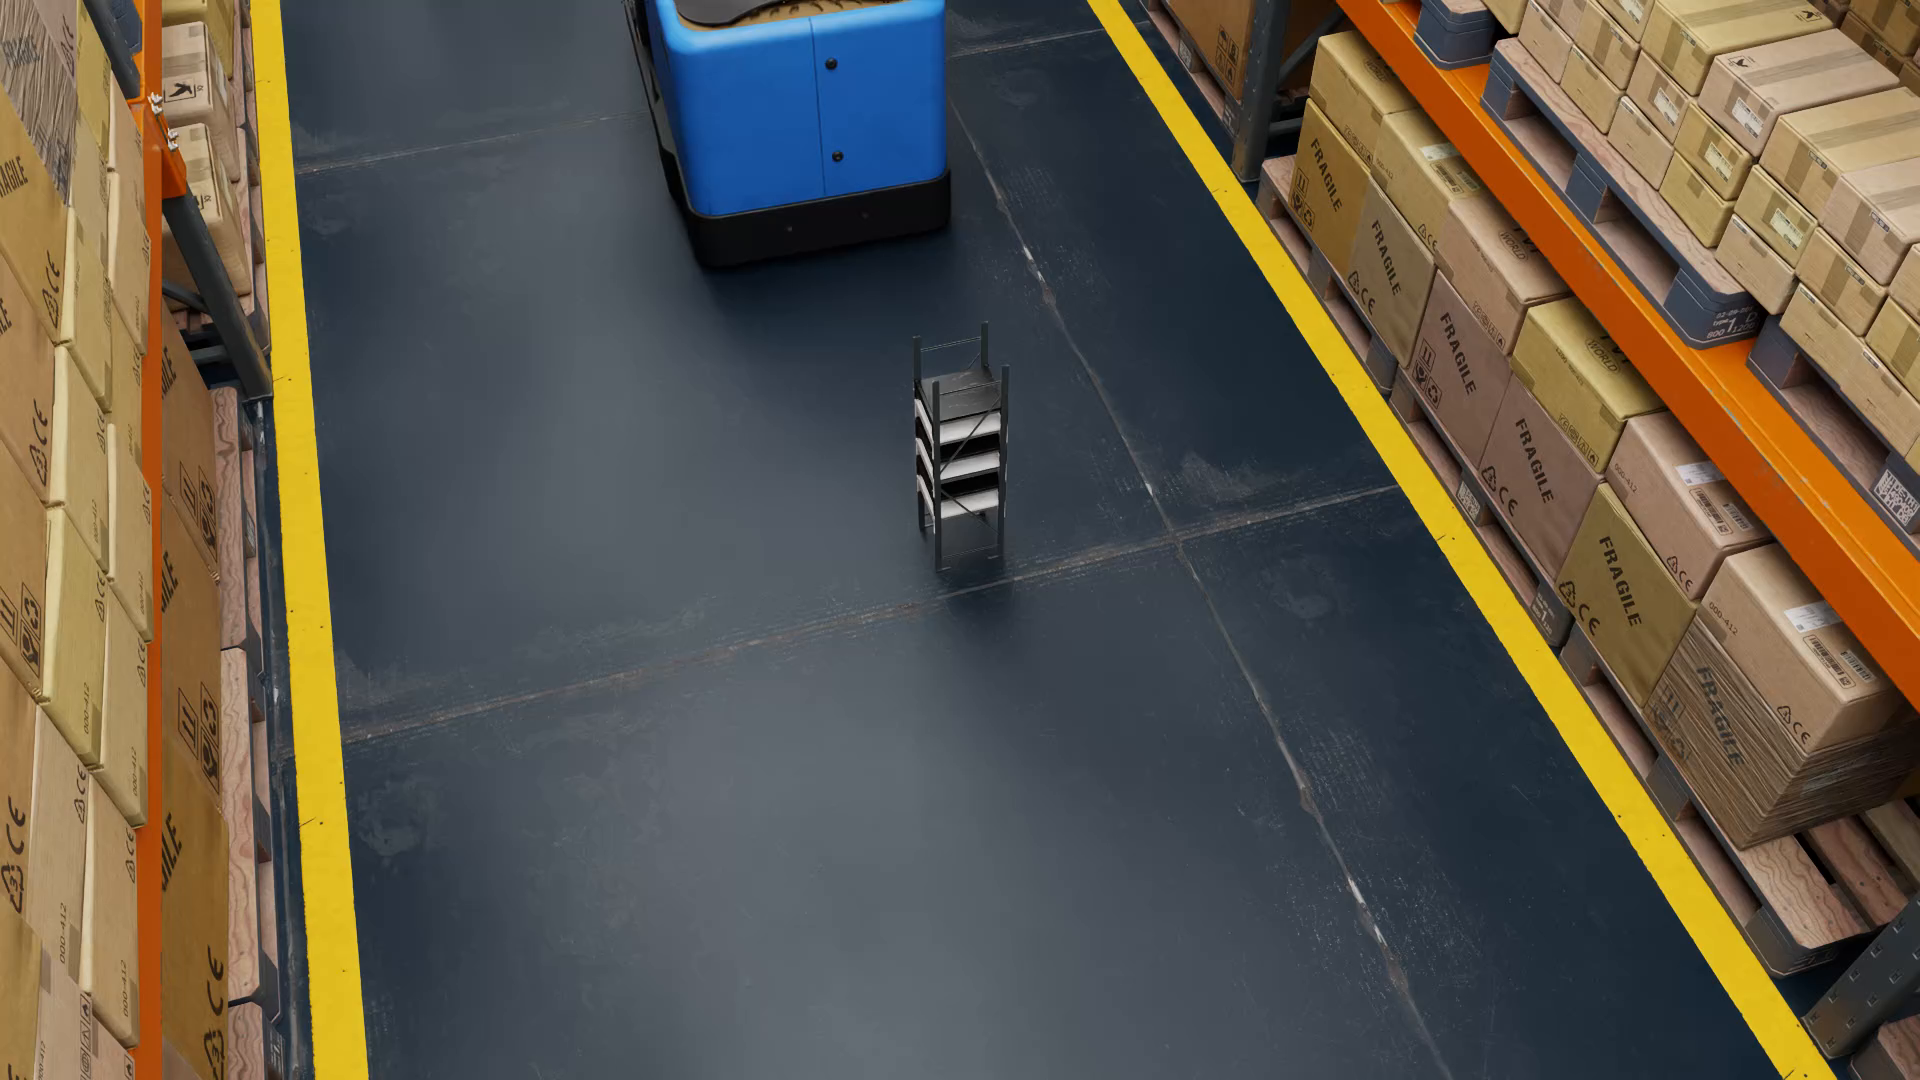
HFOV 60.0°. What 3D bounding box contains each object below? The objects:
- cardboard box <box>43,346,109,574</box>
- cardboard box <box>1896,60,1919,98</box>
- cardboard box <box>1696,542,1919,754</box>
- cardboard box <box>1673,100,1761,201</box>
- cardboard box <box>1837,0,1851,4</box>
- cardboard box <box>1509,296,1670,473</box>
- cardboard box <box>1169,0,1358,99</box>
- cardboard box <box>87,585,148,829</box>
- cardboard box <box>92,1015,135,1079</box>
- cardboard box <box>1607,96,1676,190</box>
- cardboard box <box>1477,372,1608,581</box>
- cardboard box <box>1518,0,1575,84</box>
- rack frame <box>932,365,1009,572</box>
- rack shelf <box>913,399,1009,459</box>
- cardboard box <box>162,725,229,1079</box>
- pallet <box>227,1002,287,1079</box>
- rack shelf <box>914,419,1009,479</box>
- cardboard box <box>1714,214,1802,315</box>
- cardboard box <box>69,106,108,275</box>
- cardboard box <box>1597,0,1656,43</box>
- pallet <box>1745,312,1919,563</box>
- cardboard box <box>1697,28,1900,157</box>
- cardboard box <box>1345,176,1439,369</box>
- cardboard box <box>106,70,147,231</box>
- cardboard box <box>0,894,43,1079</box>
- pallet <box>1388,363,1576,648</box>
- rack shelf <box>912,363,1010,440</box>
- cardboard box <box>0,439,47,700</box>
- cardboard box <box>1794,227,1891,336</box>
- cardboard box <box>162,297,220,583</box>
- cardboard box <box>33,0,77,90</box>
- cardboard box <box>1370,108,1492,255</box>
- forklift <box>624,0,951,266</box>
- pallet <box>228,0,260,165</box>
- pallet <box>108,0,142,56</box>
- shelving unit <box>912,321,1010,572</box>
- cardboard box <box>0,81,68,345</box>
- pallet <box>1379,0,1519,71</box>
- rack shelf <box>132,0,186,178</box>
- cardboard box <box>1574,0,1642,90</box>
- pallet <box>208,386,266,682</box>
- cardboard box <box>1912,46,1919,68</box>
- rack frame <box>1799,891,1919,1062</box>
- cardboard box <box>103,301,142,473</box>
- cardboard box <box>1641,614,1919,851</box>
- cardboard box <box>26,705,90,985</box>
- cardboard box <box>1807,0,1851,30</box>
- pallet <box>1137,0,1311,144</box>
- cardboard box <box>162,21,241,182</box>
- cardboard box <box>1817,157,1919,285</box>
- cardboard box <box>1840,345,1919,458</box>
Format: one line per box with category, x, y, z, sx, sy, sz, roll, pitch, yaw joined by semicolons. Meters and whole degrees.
cardboard box;-2.186;-0.122;3.662;0.500;0.250;0.500;-15;51;-12
cardboard box;2.760;-1.199;4.494;0.380;0.149;0.250;-14;51;-12
cardboard box;2.368;0.242;4.453;0.500;0.250;0.500;-15;51;-12
cardboard box;2.130;-1.058;4.375;0.380;0.149;0.250;-13;51;-11
cardboard box;2.610;-1.668;4.695;0.380;0.149;0.250;-11;51;-9
cardboard box;2.059;-0.519;5.095;0.500;0.250;0.500;-15;52;-13
cardboard box;1.553;-2.496;7.089;1.050;0.750;0.750;-14;51;-11
cardboard box;-2.037;0.405;3.544;0.500;0.250;0.500;-14;51;-11
cardboard box;-1.747;1.161;2.907;0.500;0.250;0.500;-14;51;-12
cardboard box;2.056;-1.145;4.643;0.380;0.149;0.250;-15;51;-12
cardboard box;2.072;-0.263;5.370;0.500;0.500;0.500;-14;51;-12
cardboard box;1.908;-1.519;4.958;0.380;0.149;0.250;-12;51;-10
rack frame;0.032;-0.210;5.338;0.240;0.900;0.006;-13;51;-11
rack shelf;0.002;-0.379;5.289;0.258;0.077;0.200;-13;51;-11
cardboard box;-2.403;0.950;4.102;0.875;0.875;0.875;-12;51;-10
pallet;-2.169;1.846;4.056;1.003;0.211;1.213;-13;51;-11
rack shelf;0.002;-0.321;5.358;0.258;0.077;0.200;-13;51;-11
cardboard box;2.213;-0.756;4.315;0.380;0.149;0.250;-15;52;-13
cardboard box;-2.510;-0.871;4.293;0.500;0.250;0.500;-14;51;-12
cardboard box;1.989;-1.526;4.575;0.380;0.149;0.250;-12;51;-10
pallet;2.743;-0.229;4.106;1.003;0.211;1.213;-13;51;-11
cardboard box;2.140;-1.147;4.255;0.380;0.149;0.250;-15;52;-13
cardboard box;1.765;-1.010;6.000;0.500;0.500;0.500;-13;51;-11
cardboard box;-2.654;-1.069;4.787;0.500;0.250;0.500;-15;51;-12
cardboard box;-1.724;0.753;2.434;0.500;0.500;0.500;-13;51;-11
pallet;2.234;-0.262;5.832;1.003;0.211;1.213;-13;51;-11
rack shelf;0.002;-0.437;5.220;0.258;0.077;0.200;-13;51;-11
cardboard box;-2.047;0.021;3.051;0.500;0.500;0.500;-14;51;-12
cardboard box;2.289;-0.668;4.047;0.380;0.149;0.250;-15;51;-12
cardboard box;-2.927;-0.355;5.202;0.875;0.875;0.875;-14;51;-11
cardboard box;-2.649;-1.464;4.303;0.500;0.500;0.500;-15;51;-12
cardboard box;1.770;-1.263;5.723;0.500;0.250;0.500;-14;51;-11
forklift;-0.916;-3.183;6.516;1.130;2.935;3.031;-12;51;-10
pallet;-3.638;-1.990;7.289;1.003;0.211;1.213;-13;51;-11
pallet;-3.364;-1.862;5.484;1.213;0.211;1.003;-13;51;-11
shelving unit;0.002;-0.284;5.401;0.258;0.900;0.210;-13;51;-11
cardboard box;-2.349;-0.727;3.681;0.500;0.500;0.500;-13;51;-11
pallet;1.960;-2.063;5.652;1.213;0.211;1.003;-13;51;-11
rack shelf;-3.643;-2.657;6.498;1.077;0.370;4.000;-13;51;-11
cardboard box;1.981;-1.432;4.691;0.380;0.149;0.250;-14;51;-11
pallet;-2.890;0.064;5.558;1.003;0.211;1.213;-13;51;-11
cardboard box;2.770;-1.281;4.369;0.380;0.149;0.250;-12;51;-10
rack frame;2.830;0.301;3.535;1.000;3.000;0.127;-13;51;-11
cardboard box;-2.354;-0.328;4.163;0.500;0.250;0.500;-14;51;-11
cardboard box;2.371;0.487;4.737;0.500;0.500;0.500;-14;51;-12
cardboard box;-1.910;0.621;3.035;0.500;0.250;0.500;-13;51;-10
cardboard box;2.612;-1.572;4.808;0.380;0.149;0.250;-12;51;-10
pallet;1.486;-2.315;7.563;1.003;0.211;1.213;-13;51;-11
cardboard box;-3.435;-1.668;6.639;0.950;0.372;0.625;-14;51;-12
cardboard box;2.292;-0.771;3.939;0.380;0.149;0.250;-13;51;-11
cardboard box;2.374;-0.371;3.991;0.380;0.149;0.250;-13;51;-11
